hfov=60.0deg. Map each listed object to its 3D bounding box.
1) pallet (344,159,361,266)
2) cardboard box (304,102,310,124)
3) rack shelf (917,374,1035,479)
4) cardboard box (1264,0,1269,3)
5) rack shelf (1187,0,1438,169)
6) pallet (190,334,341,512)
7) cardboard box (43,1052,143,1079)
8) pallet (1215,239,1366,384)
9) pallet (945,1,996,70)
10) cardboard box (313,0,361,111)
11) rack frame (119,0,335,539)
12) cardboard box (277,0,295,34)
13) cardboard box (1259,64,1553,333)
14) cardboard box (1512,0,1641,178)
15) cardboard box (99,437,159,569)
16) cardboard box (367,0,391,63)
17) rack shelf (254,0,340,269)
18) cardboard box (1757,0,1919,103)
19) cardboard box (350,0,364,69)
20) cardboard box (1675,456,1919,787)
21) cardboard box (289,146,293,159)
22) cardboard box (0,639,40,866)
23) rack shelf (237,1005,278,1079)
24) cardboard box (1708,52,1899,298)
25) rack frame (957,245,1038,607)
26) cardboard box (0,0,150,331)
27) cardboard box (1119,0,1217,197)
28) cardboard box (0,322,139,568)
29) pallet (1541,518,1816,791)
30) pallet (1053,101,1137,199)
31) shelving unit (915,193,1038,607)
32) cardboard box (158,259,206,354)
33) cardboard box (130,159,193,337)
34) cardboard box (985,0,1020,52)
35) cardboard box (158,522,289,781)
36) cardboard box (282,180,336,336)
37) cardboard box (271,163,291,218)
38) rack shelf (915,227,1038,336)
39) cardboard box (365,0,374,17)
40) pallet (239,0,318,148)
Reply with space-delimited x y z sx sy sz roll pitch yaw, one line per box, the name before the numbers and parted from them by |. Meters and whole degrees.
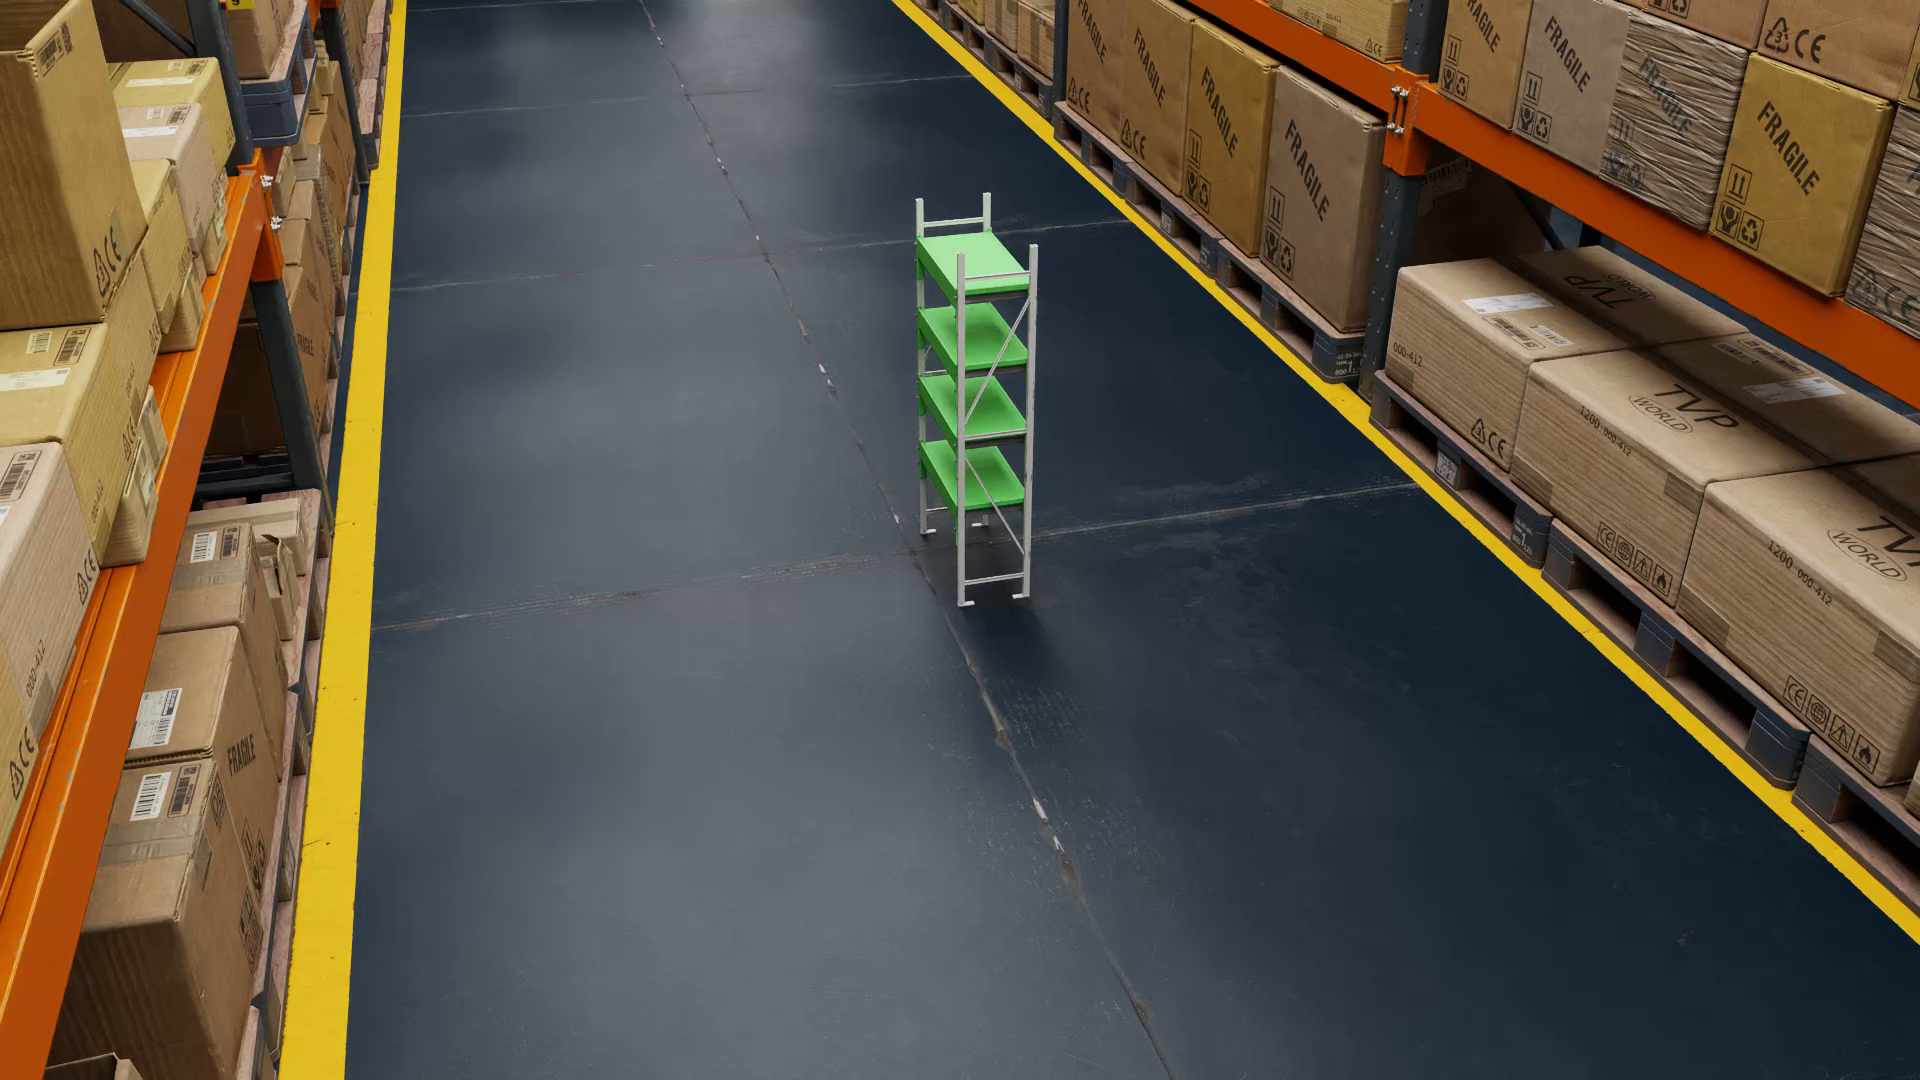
pallet | -3.569 -1.627 8.351 1.003 0.211 1.213 -8 31 -13
cardboard box | -3.200 -1.981 7.607 0.380 0.149 0.250 -7 31 -12
rack shelf | 0.044 -0.384 5.343 0.258 0.148 0.480 -8 31 -13
cardboard box | 1.504 -2.540 7.294 0.500 0.250 0.500 -9 31 -15
rack shelf | 1.585 -2.584 7.939 1.077 0.370 4.000 -8 31 -13
pallet | -2.921 -0.449 6.315 1.003 0.211 1.213 -8 31 -13
cardboard box | -1.678 1.255 2.661 0.797 0.503 0.637 -9 31 -15
pallet | 1.838 -1.085 7.415 1.003 0.211 1.213 -8 31 -13
pallet | 0.528 -3.620 11.794 1.003 0.211 1.213 -8 31 -13
cardboard box | -3.883 -2.657 9.297 0.875 0.625 0.625 -7 31 -12
rack frame | -2.669 -1.268 4.946 1.000 3.000 0.127 -8 31 -13
cardboard box | -2.719 -2.006 5.703 0.700 0.500 0.500 -8 31 -13
cardboard box | 1.874 -1.481 7.016 0.875 0.875 0.875 -7 31 -12
cardboard box | 2.117 -1.468 5.192 0.500 0.500 0.500 -8 31 -13
cardboard box | -1.724 -0.051 3.095 0.380 0.149 0.250 -9 31 -15
cardboard box | -1.253 -3.159 8.763 5.789 2.449 8.416 -8 31 -14
rack shelf | -3.200 -1.923 6.795 1.077 0.370 4.000 -8 31 -13
cardboard box | 2.393 -1.406 4.087 0.500 0.500 0.500 -8 31 -14
cardboard box | -4.243 -3.297 10.402 0.875 0.625 0.625 -9 31 -15
cardboard box | 2.655 0.183 4.578 0.875 0.438 0.875 -7 31 -12
cardboard box | -3.015 -1.606 6.959 0.380 0.149 0.250 -8 31 -13
cardboard box | -1.468 0.345 2.012 0.500 0.250 0.500 -8 31 -13
rack shelf | 11.090 -4.163 10.148 30.696 2.800 11.642 -8 31 -13
cardboard box | 2.380 -0.978 4.346 0.500 0.500 0.500 -7 31 -12
rack frame | 0.109 -0.321 5.108 0.240 1.200 0.015 -8 31 -13
cardboard box | -1.867 -0.704 3.076 0.500 0.500 0.500 -7 31 -12
cardboard box | 1.390 -2.348 8.514 0.875 0.875 0.875 -7 31 -13
cardboard box | -1.740 -0.143 2.855 0.500 0.250 0.500 -8 31 -14
pallet | 2.569 0.245 5.116 1.003 0.211 1.213 -8 31 -13
pallet | 1.190 -2.264 9.451 1.003 0.211 1.213 -8 31 -13
shelving unit | 0.044 -0.439 5.311 0.258 1.200 0.503 -8 31 -13
cardboard box | -2.020 -0.544 3.946 0.380 0.149 0.250 -8 31 -14
cardboard box | -2.032 -0.636 3.707 0.500 0.250 0.500 -8 31 -14
cardboard box | 0.710 -3.536 11.068 0.950 0.372 0.625 -8 31 -14
cardboard box | -2.143 0.337 4.250 0.700 0.500 0.500 -9 31 -15
cardboard box | -2.860 -1.129 6.782 0.500 0.500 0.500 -9 31 -15
cardboard box | -2.851 -1.359 6.533 0.380 0.149 0.250 -8 31 -13
rack shelf | 0.044 -0.799 5.103 0.258 0.148 0.480 -8 31 -13
cardboard box | -4.643 -4.035 11.679 0.875 0.625 0.625 -6 31 -11
pallet | -2.776 -1.585 5.686 1.003 0.211 1.213 -8 31 -13
